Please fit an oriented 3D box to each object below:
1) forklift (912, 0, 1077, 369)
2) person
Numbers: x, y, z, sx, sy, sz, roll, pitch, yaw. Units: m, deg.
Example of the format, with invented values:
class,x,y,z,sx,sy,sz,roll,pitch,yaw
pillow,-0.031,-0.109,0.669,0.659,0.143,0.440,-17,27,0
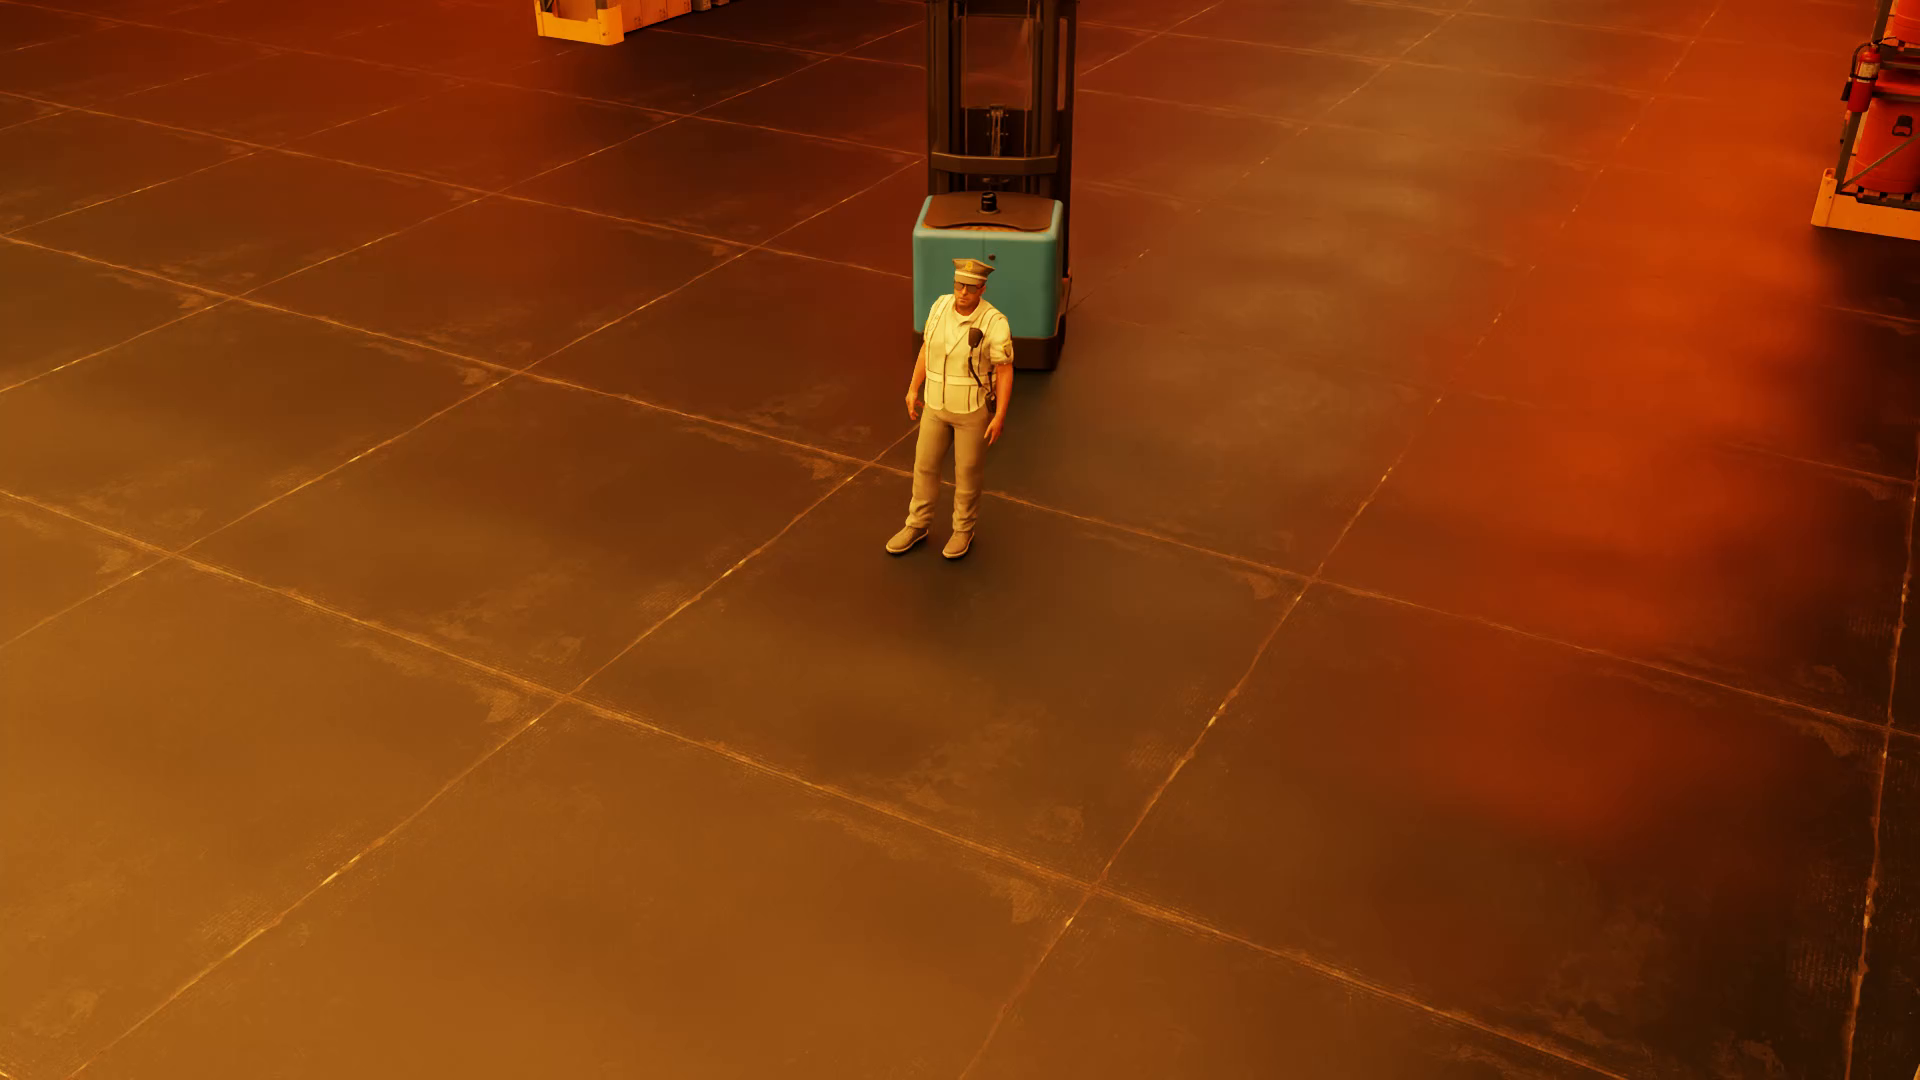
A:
class,x,y,z,sx,sy,sz,roll,pitch,yaw
forklift,0.325,-3.211,12.634,1.130,2.935,3.031,3,30,5
person,-0.048,-0.747,9.499,0.641,1.780,0.574,15,33,25
